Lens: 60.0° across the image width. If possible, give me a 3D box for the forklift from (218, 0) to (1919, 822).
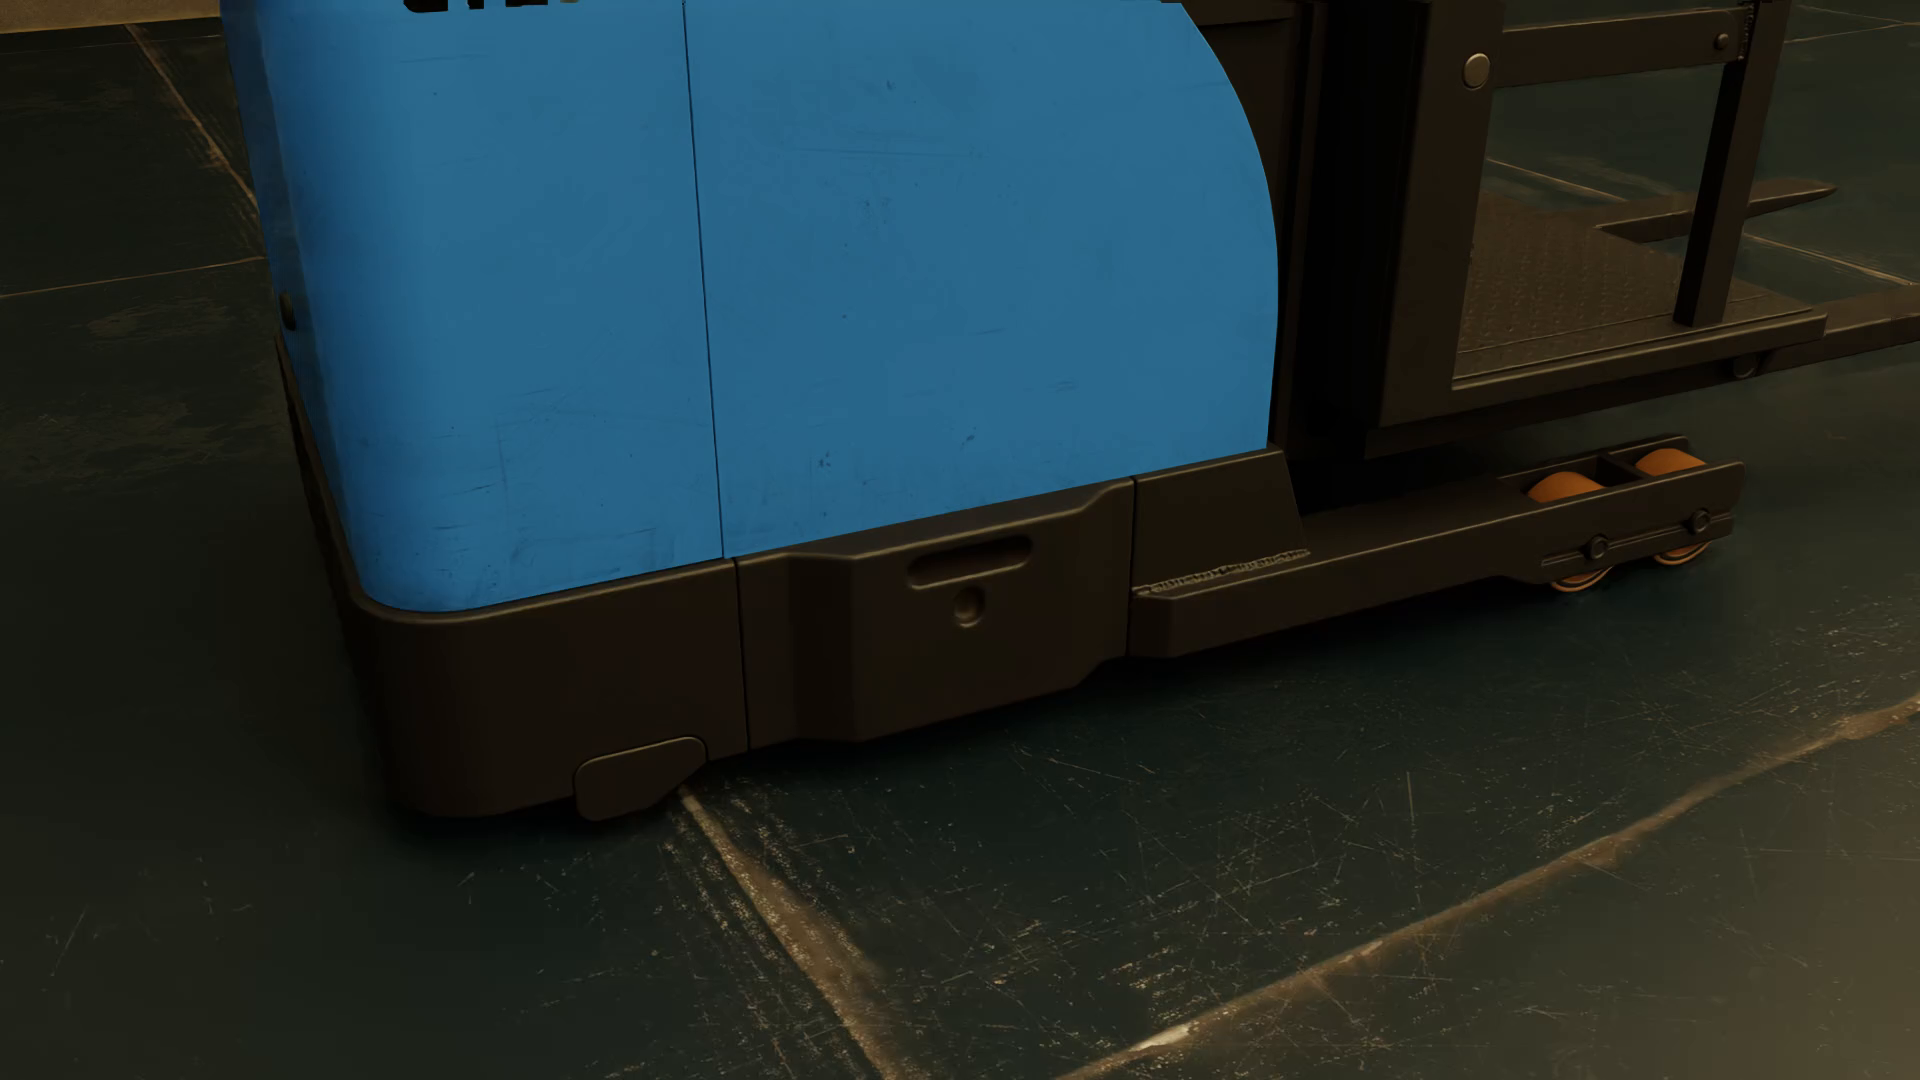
[{"bbox_3d":[0.568,-1.437,2.093,3.031,2.935,1.130,-12,29,-22],"label":"forklift"}]
